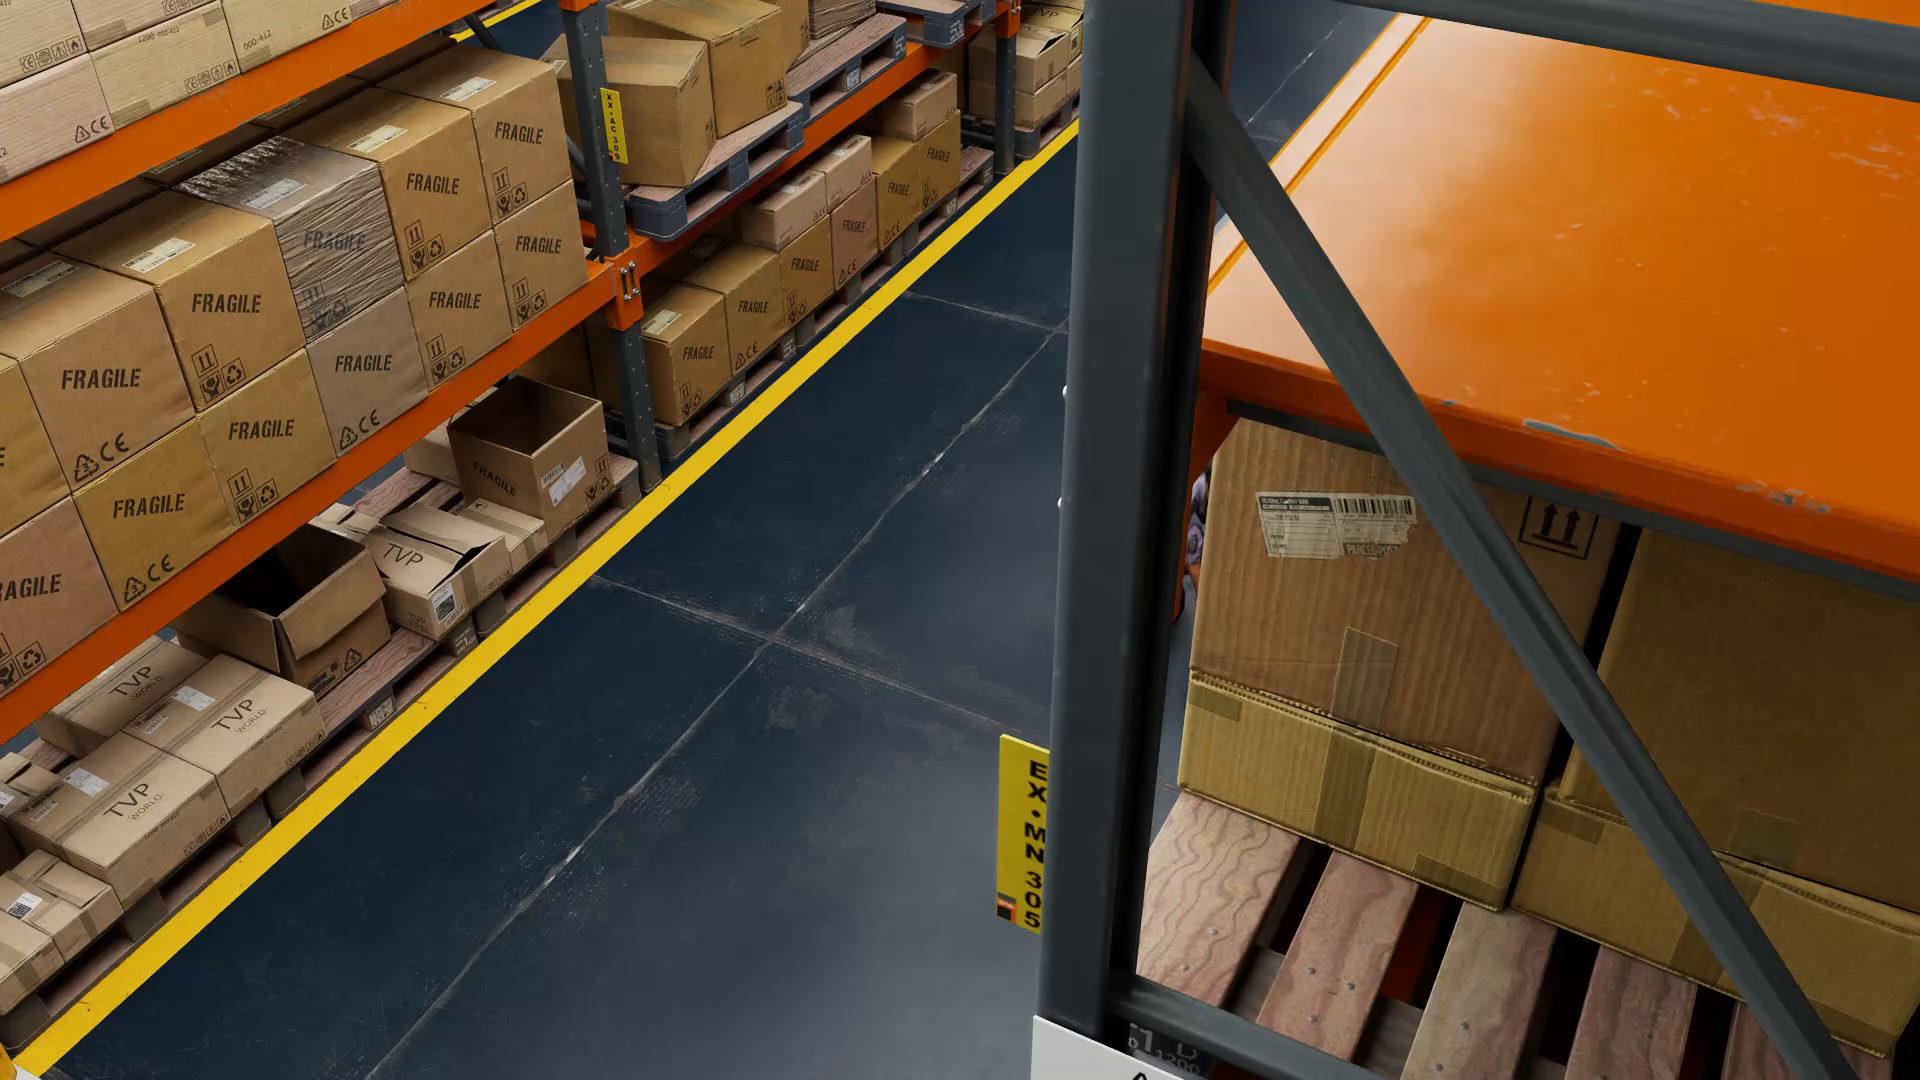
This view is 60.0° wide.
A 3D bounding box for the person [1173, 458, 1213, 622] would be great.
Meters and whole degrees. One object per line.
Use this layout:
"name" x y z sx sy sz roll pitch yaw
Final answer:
"person" 0.907 0.004 7.252 0.836 0.933 0.516 17 41 20
